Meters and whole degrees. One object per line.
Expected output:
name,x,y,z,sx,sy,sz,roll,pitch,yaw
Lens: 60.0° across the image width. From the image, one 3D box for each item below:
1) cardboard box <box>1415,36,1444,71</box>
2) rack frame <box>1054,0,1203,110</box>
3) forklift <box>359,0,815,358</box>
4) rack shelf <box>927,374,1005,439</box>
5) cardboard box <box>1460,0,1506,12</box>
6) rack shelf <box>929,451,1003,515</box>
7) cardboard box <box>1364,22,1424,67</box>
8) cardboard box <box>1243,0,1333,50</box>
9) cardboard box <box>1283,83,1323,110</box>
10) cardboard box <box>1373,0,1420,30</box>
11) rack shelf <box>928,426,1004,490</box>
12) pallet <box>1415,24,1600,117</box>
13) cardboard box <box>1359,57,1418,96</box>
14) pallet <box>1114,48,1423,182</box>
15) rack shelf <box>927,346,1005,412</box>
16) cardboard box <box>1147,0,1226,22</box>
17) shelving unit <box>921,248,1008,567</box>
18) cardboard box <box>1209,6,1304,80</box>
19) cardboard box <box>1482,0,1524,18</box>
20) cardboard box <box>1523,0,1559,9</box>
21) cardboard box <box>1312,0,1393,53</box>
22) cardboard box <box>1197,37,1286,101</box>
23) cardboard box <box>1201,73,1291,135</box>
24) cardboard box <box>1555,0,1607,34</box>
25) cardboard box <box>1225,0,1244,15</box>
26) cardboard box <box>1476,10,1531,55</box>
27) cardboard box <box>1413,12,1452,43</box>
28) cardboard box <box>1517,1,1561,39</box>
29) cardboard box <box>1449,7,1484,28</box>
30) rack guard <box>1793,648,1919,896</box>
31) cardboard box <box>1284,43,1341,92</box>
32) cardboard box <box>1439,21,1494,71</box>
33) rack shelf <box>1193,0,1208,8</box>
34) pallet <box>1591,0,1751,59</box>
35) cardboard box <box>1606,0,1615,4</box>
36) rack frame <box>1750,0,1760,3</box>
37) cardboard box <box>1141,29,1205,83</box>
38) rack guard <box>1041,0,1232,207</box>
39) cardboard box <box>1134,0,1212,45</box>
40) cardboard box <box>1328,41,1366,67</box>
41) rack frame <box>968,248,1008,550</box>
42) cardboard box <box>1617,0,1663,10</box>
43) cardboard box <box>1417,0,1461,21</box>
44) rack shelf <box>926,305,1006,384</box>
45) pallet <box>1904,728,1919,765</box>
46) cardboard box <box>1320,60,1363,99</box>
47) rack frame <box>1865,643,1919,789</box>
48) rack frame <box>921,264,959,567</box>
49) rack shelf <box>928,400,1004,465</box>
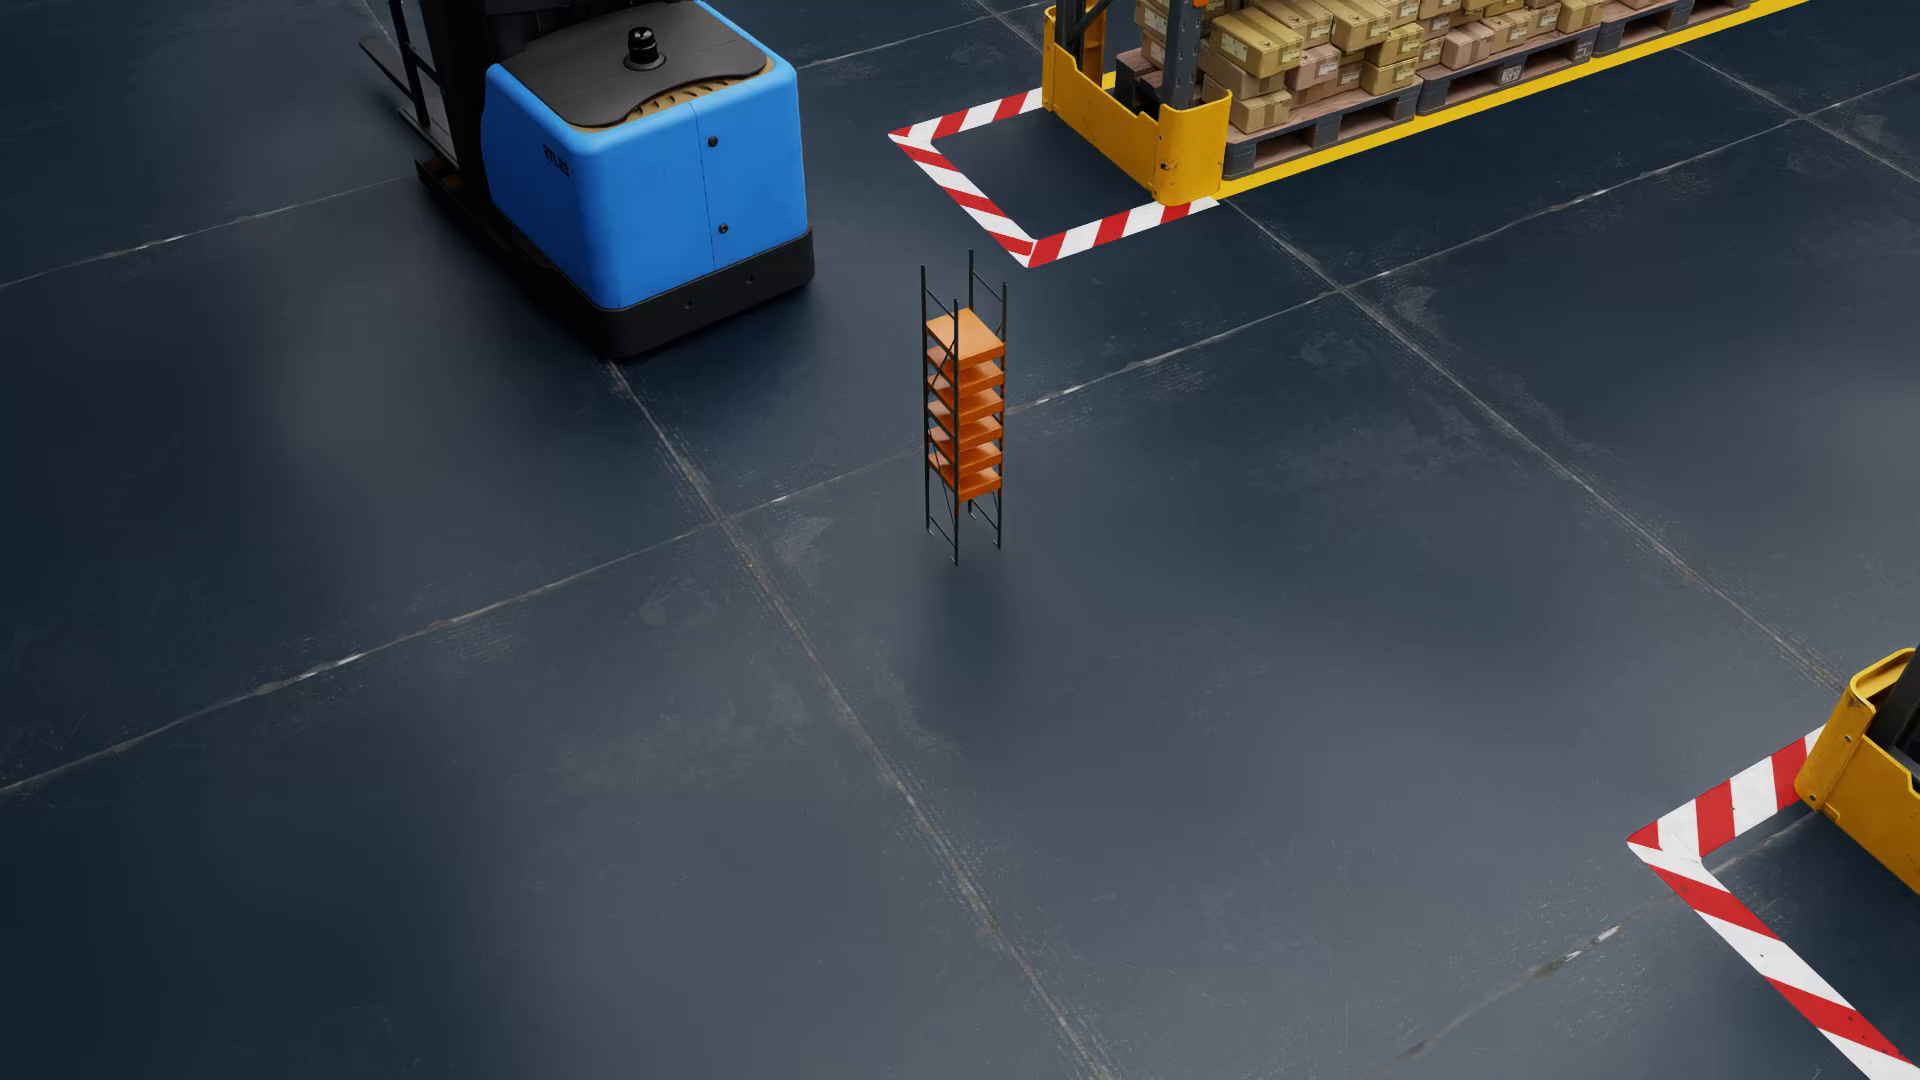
cardboard box,2.231,-2.540,8.458,0.250,0.149,0.380,-22,48,-21
rack frame,0.769,-3.024,7.212,0.127,3.000,1.000,-22,48,-21
forklift,-1.932,-2.789,7.019,1.130,2.935,3.031,-28,51,-26
rack shelf,0.013,-0.490,5.785,0.180,0.103,0.258,-22,48,-21
cardboard box,2.524,-2.811,8.311,0.250,0.149,0.380,-21,48,-20
rack shelf,0.013,-0.231,6.035,0.180,0.103,0.258,-22,48,-21
cardboard box,2.062,-2.508,8.213,0.250,0.149,0.380,-20,48,-20
cardboard box,1.572,-2.510,8.001,0.250,0.149,0.380,-21,48,-20
cardboard box,1.569,-2.281,8.192,0.250,0.149,0.380,-22,48,-21
cardboard box,2.028,-2.656,8.152,0.250,0.149,0.380,-24,49,-23
rack shelf,0.013,-0.318,5.952,0.180,0.103,0.258,-22,48,-21
pallet,2.614,-2.731,8.912,1.213,0.211,1.003,-22,48,-21
cardboard box,2.058,-2.394,8.308,0.250,0.149,0.380,-21,48,-20
pallet,1.557,-2.311,8.479,1.213,0.211,1.003,-22,48,-21
rack shelf,0.013,-0.576,5.701,0.180,0.103,0.258,-22,48,-21
cardboard box,1.102,-2.702,8.199,0.250,0.149,0.380,-21,48,-20
shelving unit,0.013,-0.436,5.837,0.189,1.200,0.258,-22,48,-21
cardboard box,1.393,-2.342,7.828,0.250,0.149,0.380,-24,49,-23
cardboard box,2.698,-2.865,8.580,0.250,0.149,0.380,-20,47,-19
cardboard box,2.951,-2.931,8.649,0.250,0.149,0.380,-24,49,-23
cardboard box,1.854,-2.520,8.012,0.250,0.149,0.380,-22,48,-21
cardboard box,1.352,-2.285,7.983,0.250,0.149,0.380,-20,48,-19
cardboard box,1.383,-2.140,8.047,0.250,0.149,0.380,-21,48,-20
cardboard box,3.170,-2.839,8.767,0.250,0.149,0.380,-22,48,-21
cardboard box,1.349,-2.755,8.253,0.250,0.149,0.380,-21,48,-20
cardboard box,2.718,-2.685,8.609,0.250,0.149,0.380,-22,48,-21
cardboard box,2.245,-2.658,8.367,0.250,0.149,0.380,-24,49,-23
cardboard box,2.910,-2.789,8.715,0.250,0.149,0.380,-21,48,-20
cardboard box,2.459,-2.777,8.489,0.250,0.149,0.380,-19,47,-19
rack guard,3.132,0.911,4.952,0.348,0.500,1.175,-22,48,-21
cardboard box,1.617,-2.346,8.046,0.250,0.149,0.380,-22,48,-21
cardboard box,2.491,-2.573,8.493,0.250,0.149,0.380,-24,49,-23
rack shelf,2.504,-3.460,8.178,4.000,0.370,1.077,-22,48,-21
pallet,3.673,-3.157,9.352,1.213,0.211,1.003,-22,48,-21
cardboard box,3.315,-3.010,8.943,0.250,0.149,0.380,-23,49,-22
rack frame,4.238,-4.412,8.642,0.127,3.000,1.000,-22,48,-21
cardboard box,1.122,-2.461,8.377,0.250,0.149,0.380,-21,48,-20
rack guard,0.835,-2.154,8.110,0.348,0.500,1.175,-22,48,-21
cardboard box,1.085,-2.614,8.322,0.250,0.149,0.380,-23,49,-22
cardboard box,1.785,-2.485,8.188,0.250,0.149,0.380,-21,48,-20
rack frame,0.092,-0.467,5.870,0.006,1.200,0.240,-22,48,-21
cardboard box,3.603,-3.028,8.961,0.250,0.149,0.380,-23,49,-22
cardboard box,2.273,-2.747,8.245,0.250,0.149,0.380,-20,48,-19
rack shelf,0.013,-0.662,5.618,0.180,0.103,0.258,-22,48,-21
pallet,3.807,0.682,5.396,1.213,0.211,1.003,-22,48,-21
cardboard box,1.781,-2.371,8.285,0.250,0.149,0.380,-21,48,-21
rack frame,3.153,0.006,4.090,0.127,3.000,1.000,-22,48,-21
rack frame,-0.067,-0.404,5.805,0.006,1.200,0.240,-22,48,-21
rack shelf,0.013,-0.404,5.868,0.180,0.103,0.258,-22,48,-21
